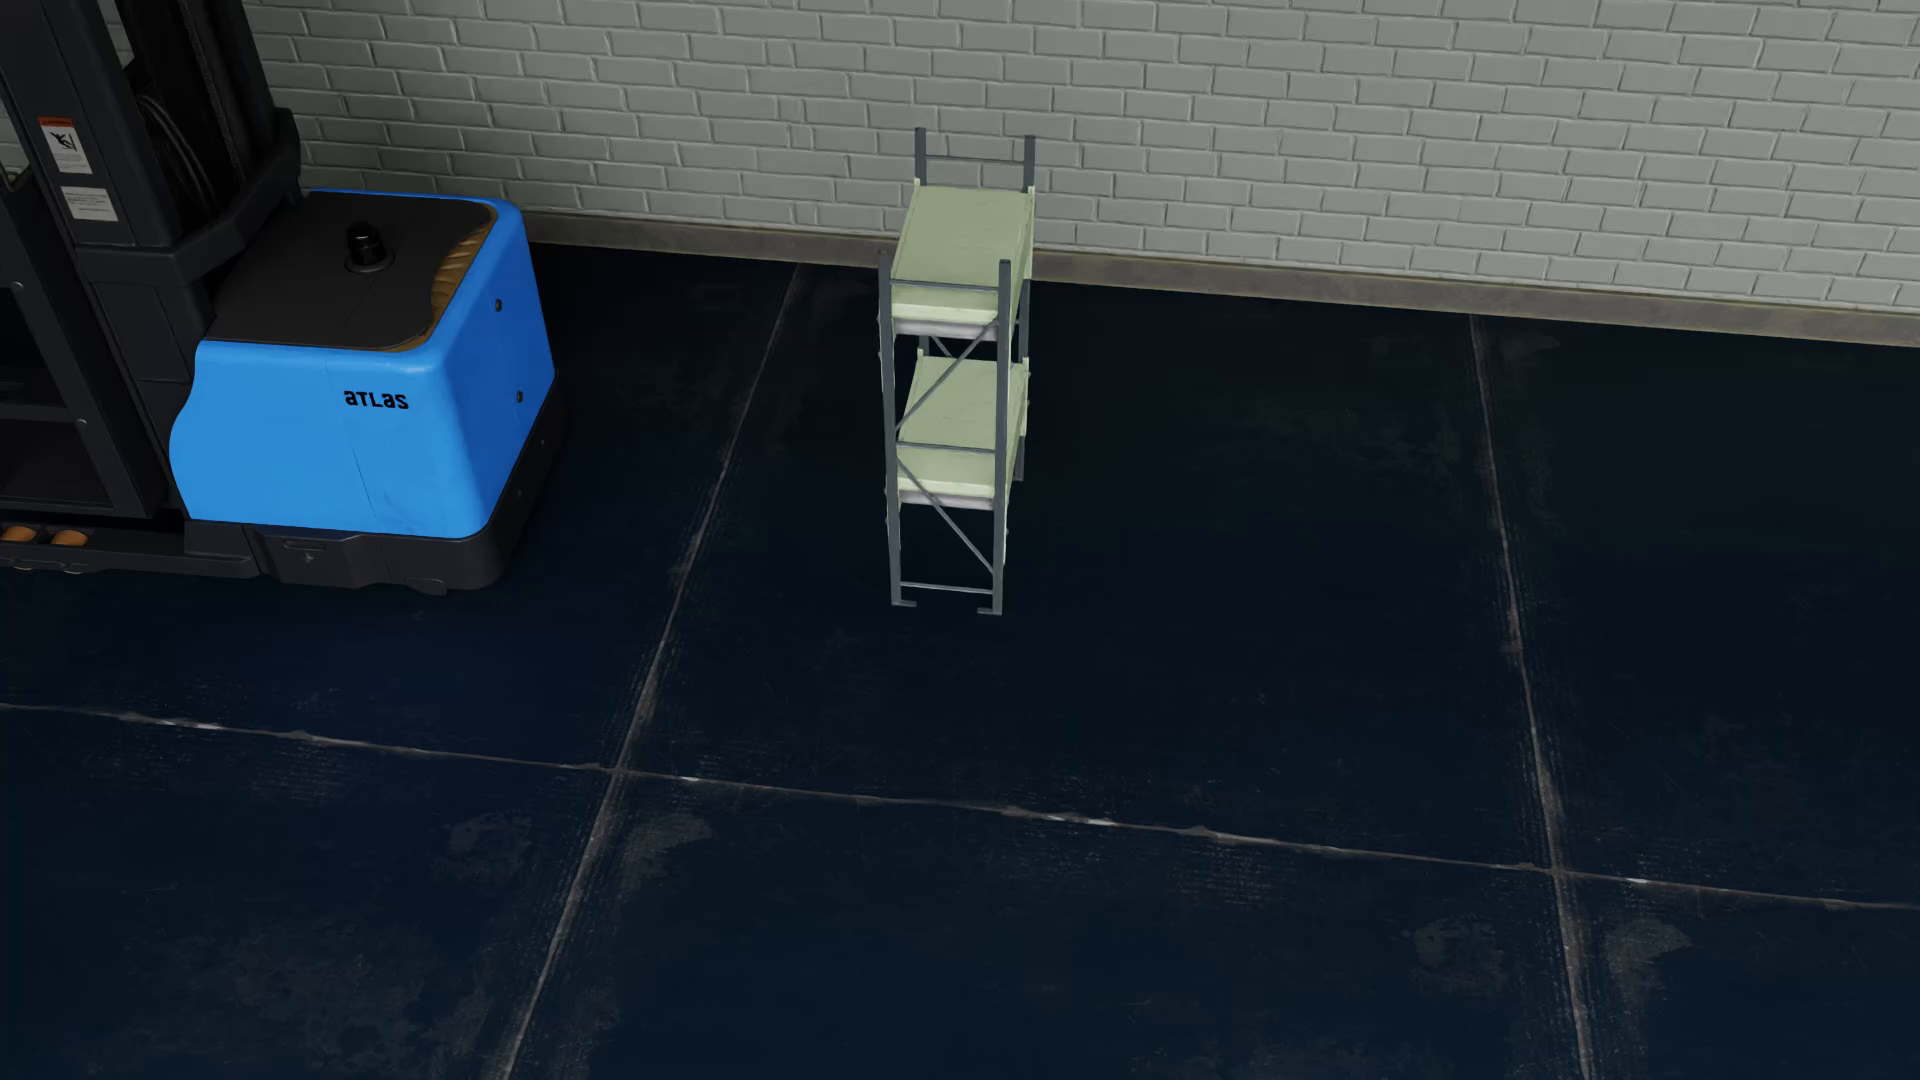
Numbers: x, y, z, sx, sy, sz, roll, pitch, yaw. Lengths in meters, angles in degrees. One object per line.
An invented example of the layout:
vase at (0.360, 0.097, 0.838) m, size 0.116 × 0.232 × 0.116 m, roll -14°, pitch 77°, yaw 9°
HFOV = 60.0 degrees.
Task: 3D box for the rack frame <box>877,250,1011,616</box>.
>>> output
rack frame at (-0.048, -0.300, 5.476) m, size 0.400 × 1.500 × 0.023 m, roll 5°, pitch 44°, yaw 6°

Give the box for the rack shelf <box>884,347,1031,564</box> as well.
rack shelf at (0.001, -0.312, 5.963) m, size 0.431 × 0.370 × 0.720 m, roll 5°, pitch 44°, yaw 6°

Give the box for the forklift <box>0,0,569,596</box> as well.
forklift at (-3.113, -1.296, 5.487) m, size 3.031 × 2.935 × 1.130 m, roll 4°, pitch 44°, yaw 4°

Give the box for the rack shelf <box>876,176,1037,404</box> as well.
rack shelf at (0.001, -0.833, 5.471) m, size 0.431 × 0.370 × 0.720 m, roll 5°, pitch 44°, yaw 6°

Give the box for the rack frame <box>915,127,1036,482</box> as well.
rack frame at (0.049, -0.799, 6.003) m, size 0.400 × 1.500 × 0.023 m, roll 5°, pitch 44°, yaw 6°

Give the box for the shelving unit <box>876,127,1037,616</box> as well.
shelving unit at (0.001, -0.549, 5.739) m, size 0.431 × 1.500 × 0.755 m, roll 5°, pitch 44°, yaw 6°
